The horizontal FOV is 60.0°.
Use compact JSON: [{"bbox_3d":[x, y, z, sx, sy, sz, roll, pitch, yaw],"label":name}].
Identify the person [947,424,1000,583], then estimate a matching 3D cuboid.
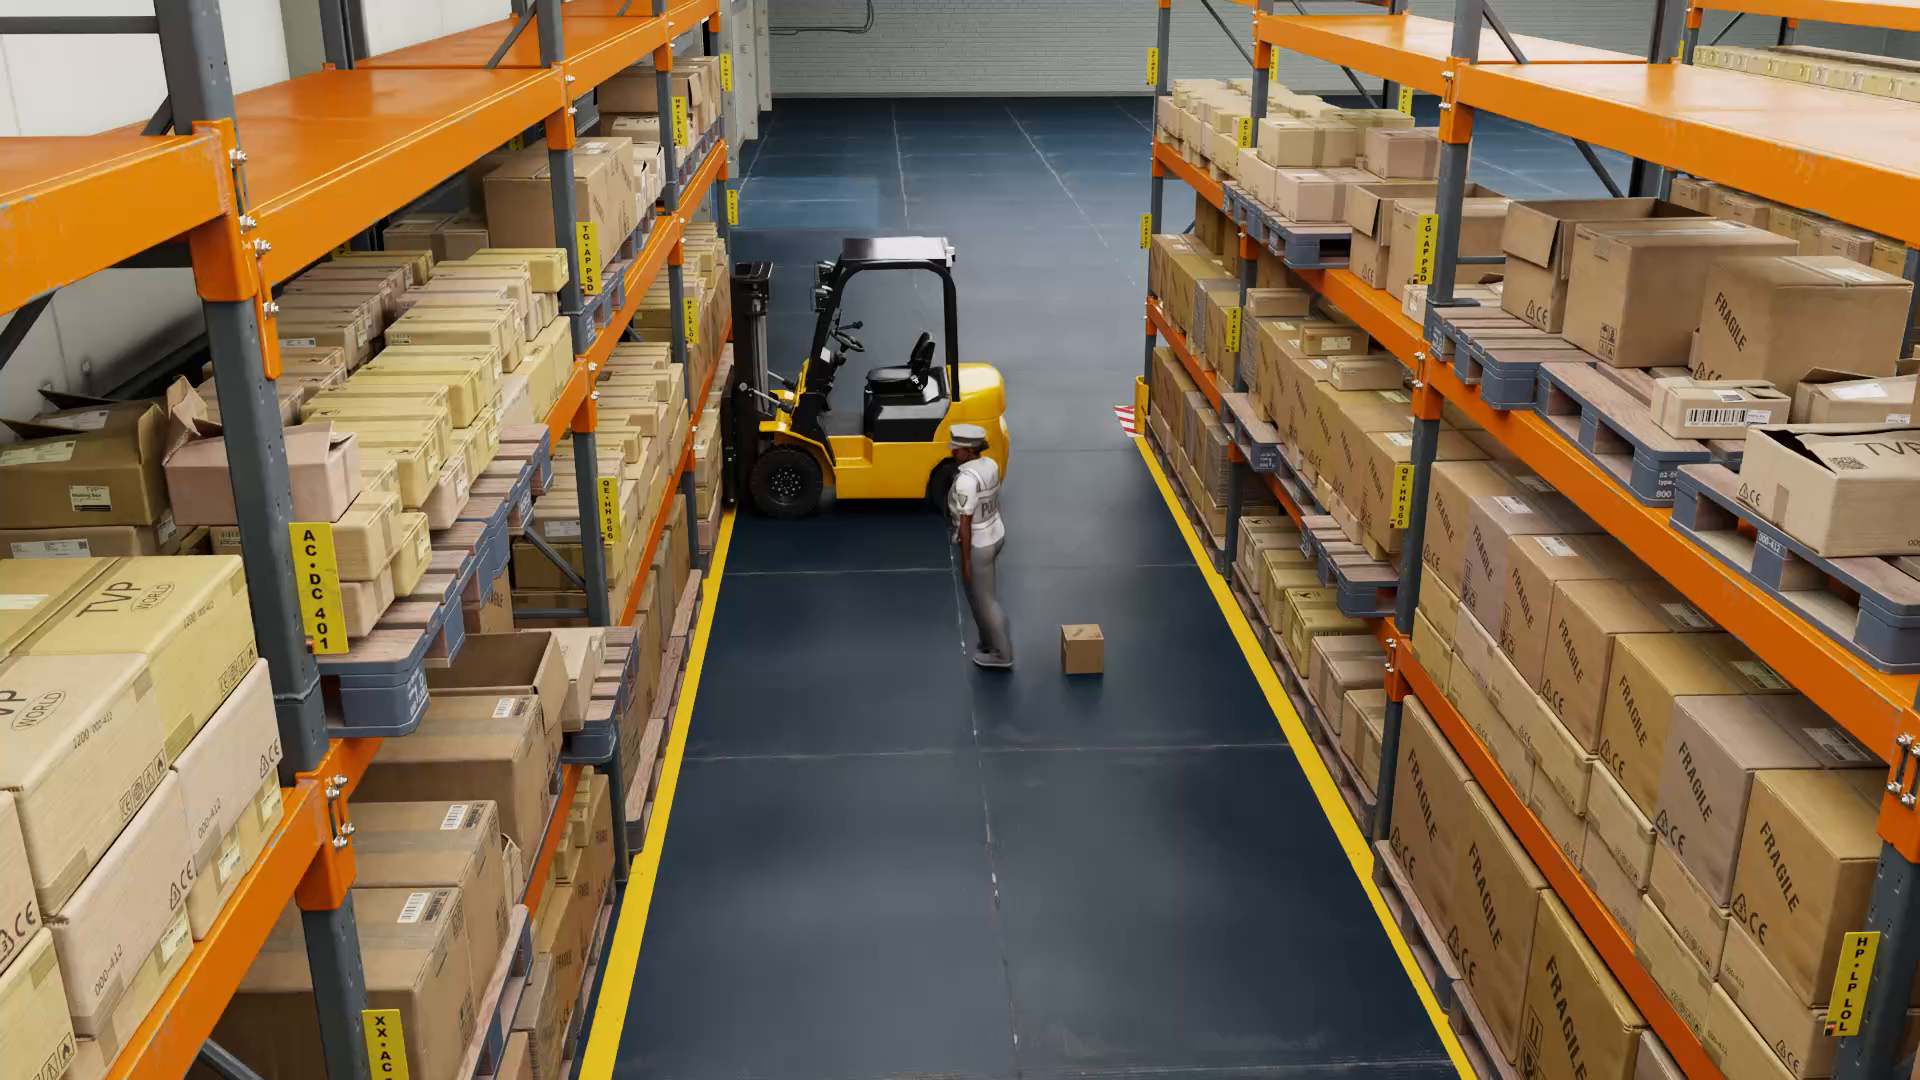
[{"bbox_3d":[0.088,-0.269,10.828,0.313,0.995,0.515,9,22,22],"label":"person"}]
